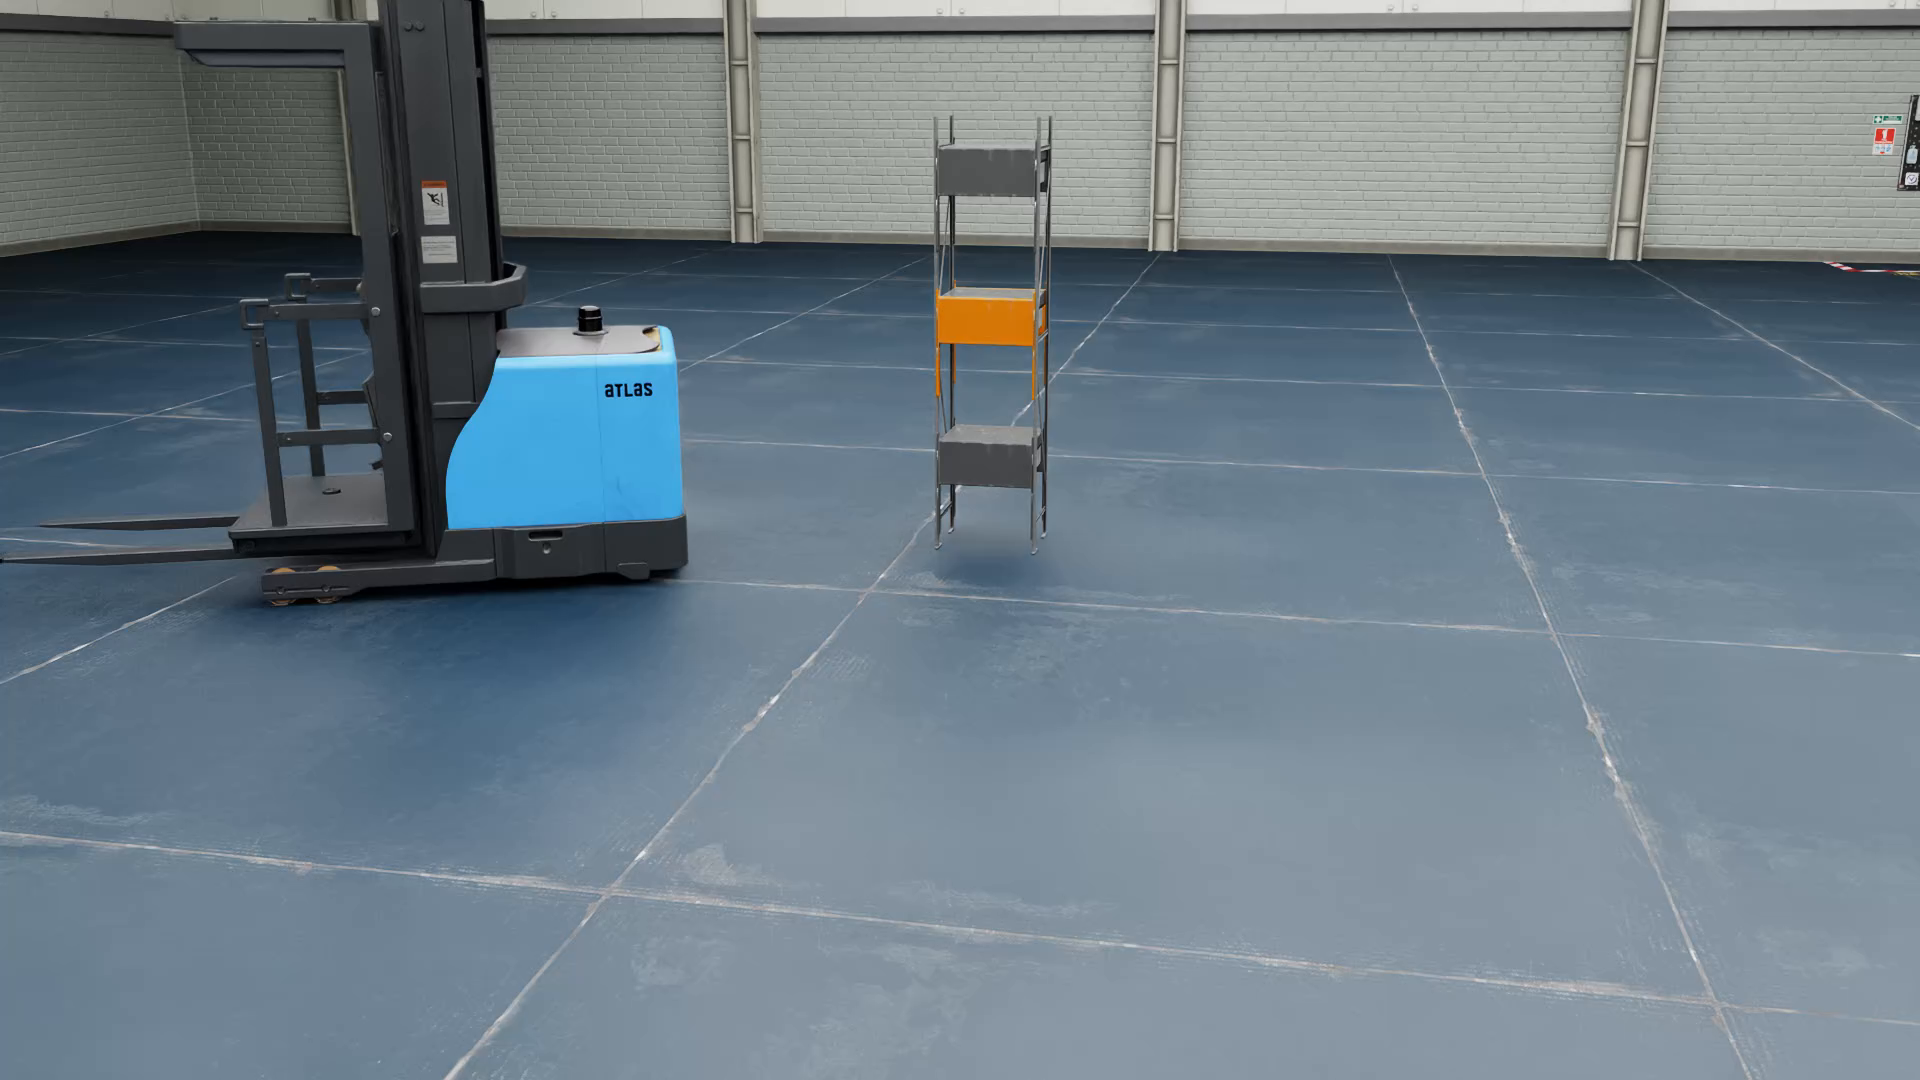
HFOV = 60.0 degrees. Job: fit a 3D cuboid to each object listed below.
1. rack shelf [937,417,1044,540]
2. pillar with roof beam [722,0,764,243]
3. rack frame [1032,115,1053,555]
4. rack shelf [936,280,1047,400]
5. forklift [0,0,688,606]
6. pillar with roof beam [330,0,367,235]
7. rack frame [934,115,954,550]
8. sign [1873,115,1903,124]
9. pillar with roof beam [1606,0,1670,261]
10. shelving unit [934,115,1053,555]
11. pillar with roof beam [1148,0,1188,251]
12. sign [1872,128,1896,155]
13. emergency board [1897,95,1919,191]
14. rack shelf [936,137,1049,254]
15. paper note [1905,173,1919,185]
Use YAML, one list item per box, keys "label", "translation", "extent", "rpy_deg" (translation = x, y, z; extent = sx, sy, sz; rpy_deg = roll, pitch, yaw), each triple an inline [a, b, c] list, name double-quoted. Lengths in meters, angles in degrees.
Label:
- label: "rack shelf"
  translation: [0.162, -0.315, 8.370]
  extent: [0.480, 0.518, 0.431]
  rpy_deg: [3, 16, 11]
- label: "pillar with roof beam"
  translation: [-3.932, -7.527, 18.809]
  extent: [0.400, 9.000, 9.100]
  rpy_deg: [3, 16, 11]
- label: "rack frame"
  translation: [0.401, -0.990, 8.133]
  extent: [0.015, 2.100, 0.400]
  rpy_deg: [3, 16, 11]
- label: "rack shelf"
  translation: [0.162, -0.990, 8.184]
  extent: [0.480, 0.518, 0.431]
  rpy_deg: [3, 16, 11]
- label: "forklift"
  translation: [-2.849, -1.272, 7.592]
  extent: [3.031, 2.935, 1.130]
  rpy_deg: [-3, 16, -11]
- label: "pillar with roof beam"
  translation: [-9.812, -7.846, 19.961]
  extent: [0.400, 9.000, 9.100]
  rpy_deg: [3, 16, 11]
- label: "rack frame"
  translation: [-0.077, -1.016, 8.227]
  extent: [0.015, 2.100, 0.400]
  rpy_deg: [3, 16, 11]
- label: "sign"
  translation: [11.632, -5.273, 20.848]
  extent: [0.331, 0.109, 0.001]
  rpy_deg: [3, 16, 11]
- label: "pillar with roof beam"
  translation: [7.827, -6.889, 16.504]
  extent: [0.400, 9.000, 9.100]
  rpy_deg: [3, 16, 11]
- label: "shelving unit"
  translation: [0.162, -1.003, 8.180]
  extent: [0.503, 2.100, 0.431]
  rpy_deg: [3, 16, 11]
- label: "pillar with roof beam"
  translation: [1.948, -7.208, 17.656]
  extent: [0.400, 9.000, 9.100]
  rpy_deg: [3, 16, 11]
- label: "sign"
  translation: [11.630, -5.020, 20.928]
  extent: [0.234, 0.329, 0.001]
  rpy_deg: [3, 16, 11]
- label: "emergency board"
  translation: [12.146, -4.951, 20.748]
  extent: [0.626, 1.169, 0.157]
  rpy_deg: [3, 16, 11]
- label: "rack shelf"
  translation: [0.162, -1.665, 7.997]
  extent: [0.480, 0.518, 0.431]
  rpy_deg: [3, 16, 11]
- label: "paper note"
  translation: [11.991, -4.549, 20.946]
  extent: [0.142, 0.148, 0.016]
  rpy_deg: [3, 16, 11]
